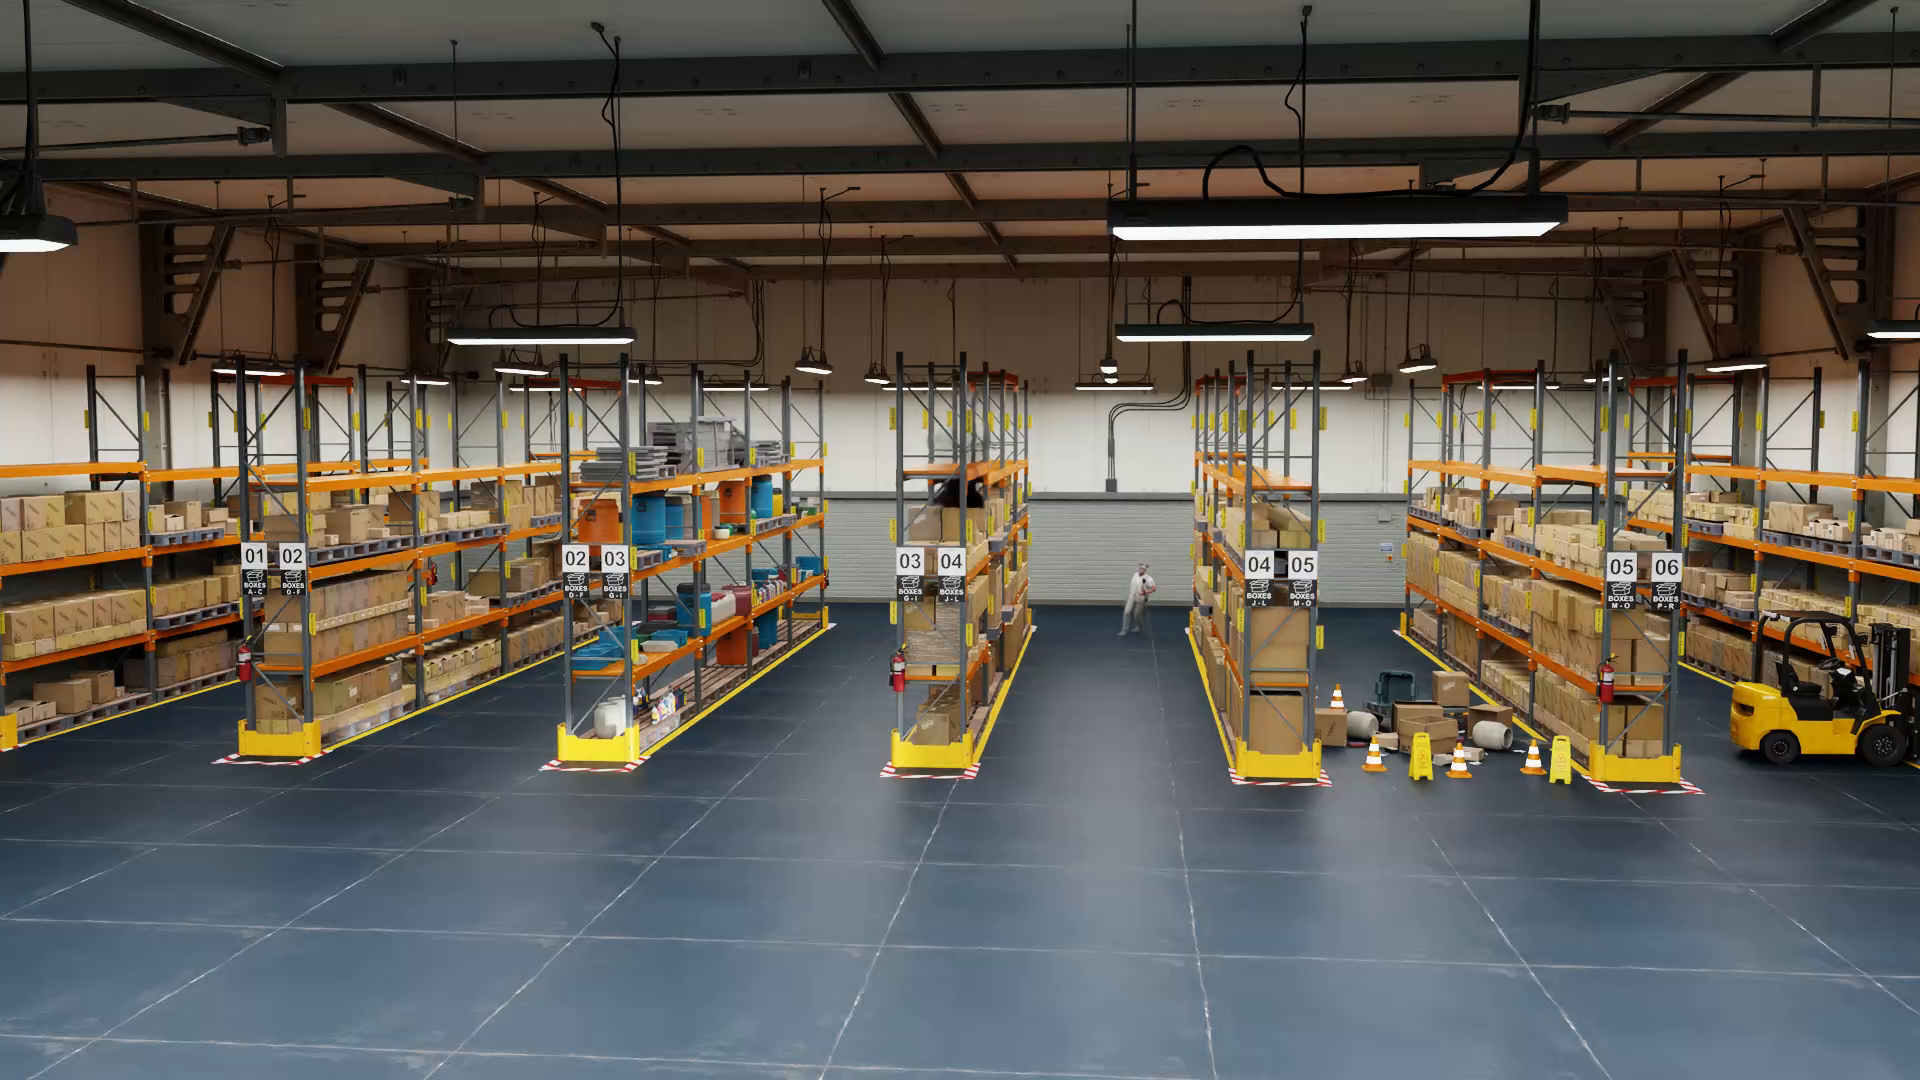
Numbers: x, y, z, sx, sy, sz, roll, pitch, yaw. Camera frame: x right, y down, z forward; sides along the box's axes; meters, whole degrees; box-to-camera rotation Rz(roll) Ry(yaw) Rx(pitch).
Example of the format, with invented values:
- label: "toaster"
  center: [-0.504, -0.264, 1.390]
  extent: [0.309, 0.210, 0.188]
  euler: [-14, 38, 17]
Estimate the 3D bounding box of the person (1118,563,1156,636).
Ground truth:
- label: "person"
  center: [4.223, 1.388, 39.053]
  extent: [0.769, 1.725, 0.867]
  euler: [2, 5, 31]
